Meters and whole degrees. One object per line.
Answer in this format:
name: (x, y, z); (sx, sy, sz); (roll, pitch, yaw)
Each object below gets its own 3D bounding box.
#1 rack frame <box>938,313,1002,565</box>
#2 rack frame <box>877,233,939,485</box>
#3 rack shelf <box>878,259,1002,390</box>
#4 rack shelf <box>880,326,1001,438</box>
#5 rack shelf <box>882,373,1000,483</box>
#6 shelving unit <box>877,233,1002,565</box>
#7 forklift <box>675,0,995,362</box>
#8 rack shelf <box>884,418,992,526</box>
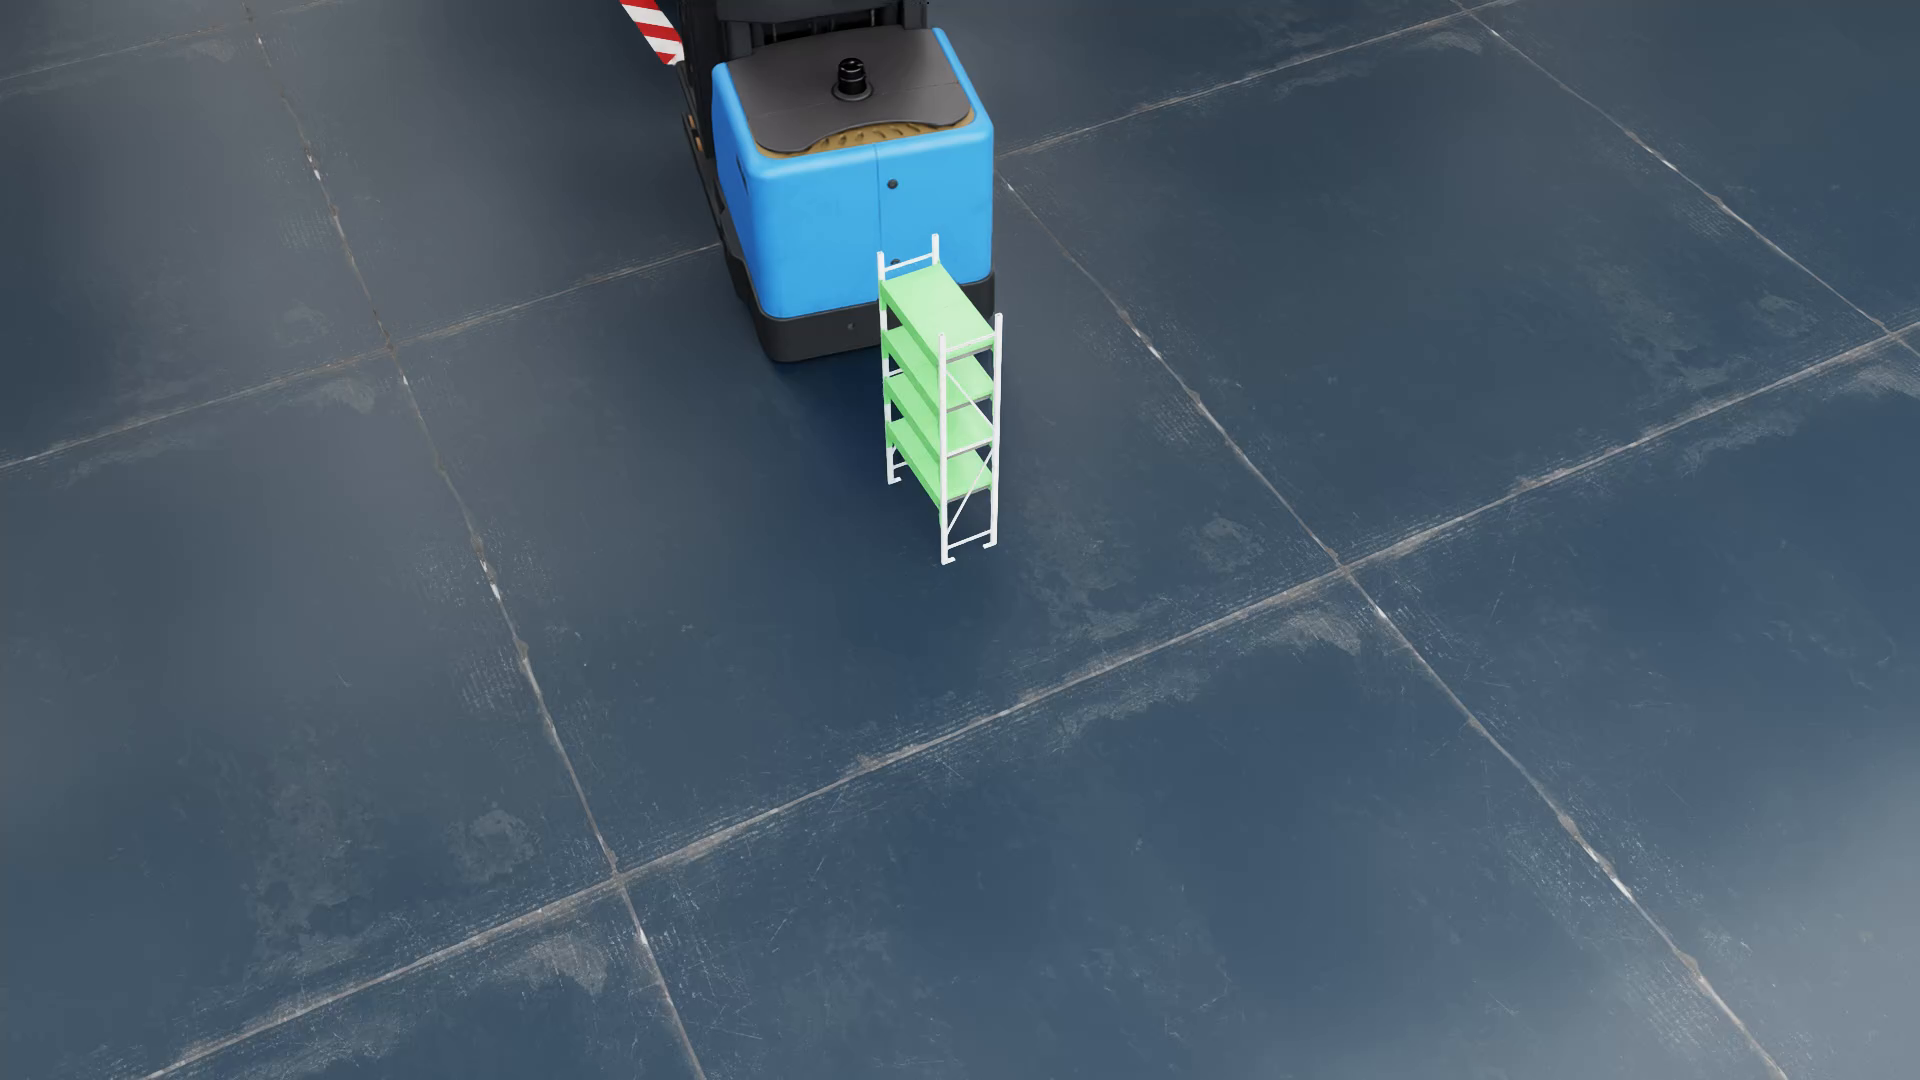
rack frame: (0.036, -0.342, 6.145); (0.240, 1.200, 0.015); (-21, 52, -18)
rack frame: (-0.187, -0.669, 6.431); (0.240, 1.200, 0.015); (-21, 52, -18)
rack shelf: (-0.076, -0.780, 5.975); (0.258, 0.148, 0.480); (-21, 52, -18)
rack shelf: (-0.076, -0.622, 6.155); (0.258, 0.148, 0.480); (-21, 52, -18)
rack shelf: (-0.076, -0.464, 6.336); (0.258, 0.148, 0.480); (-21, 52, -18)
shelving unit: (-0.076, -0.506, 6.288); (0.258, 1.200, 0.503); (-21, 52, -18)
forklift: (-0.757, -2.874, 7.209); (1.130, 2.935, 3.031); (-13, 50, -11)
rack shelf: (-0.076, -0.306, 6.517); (0.258, 0.148, 0.480); (-21, 52, -18)
